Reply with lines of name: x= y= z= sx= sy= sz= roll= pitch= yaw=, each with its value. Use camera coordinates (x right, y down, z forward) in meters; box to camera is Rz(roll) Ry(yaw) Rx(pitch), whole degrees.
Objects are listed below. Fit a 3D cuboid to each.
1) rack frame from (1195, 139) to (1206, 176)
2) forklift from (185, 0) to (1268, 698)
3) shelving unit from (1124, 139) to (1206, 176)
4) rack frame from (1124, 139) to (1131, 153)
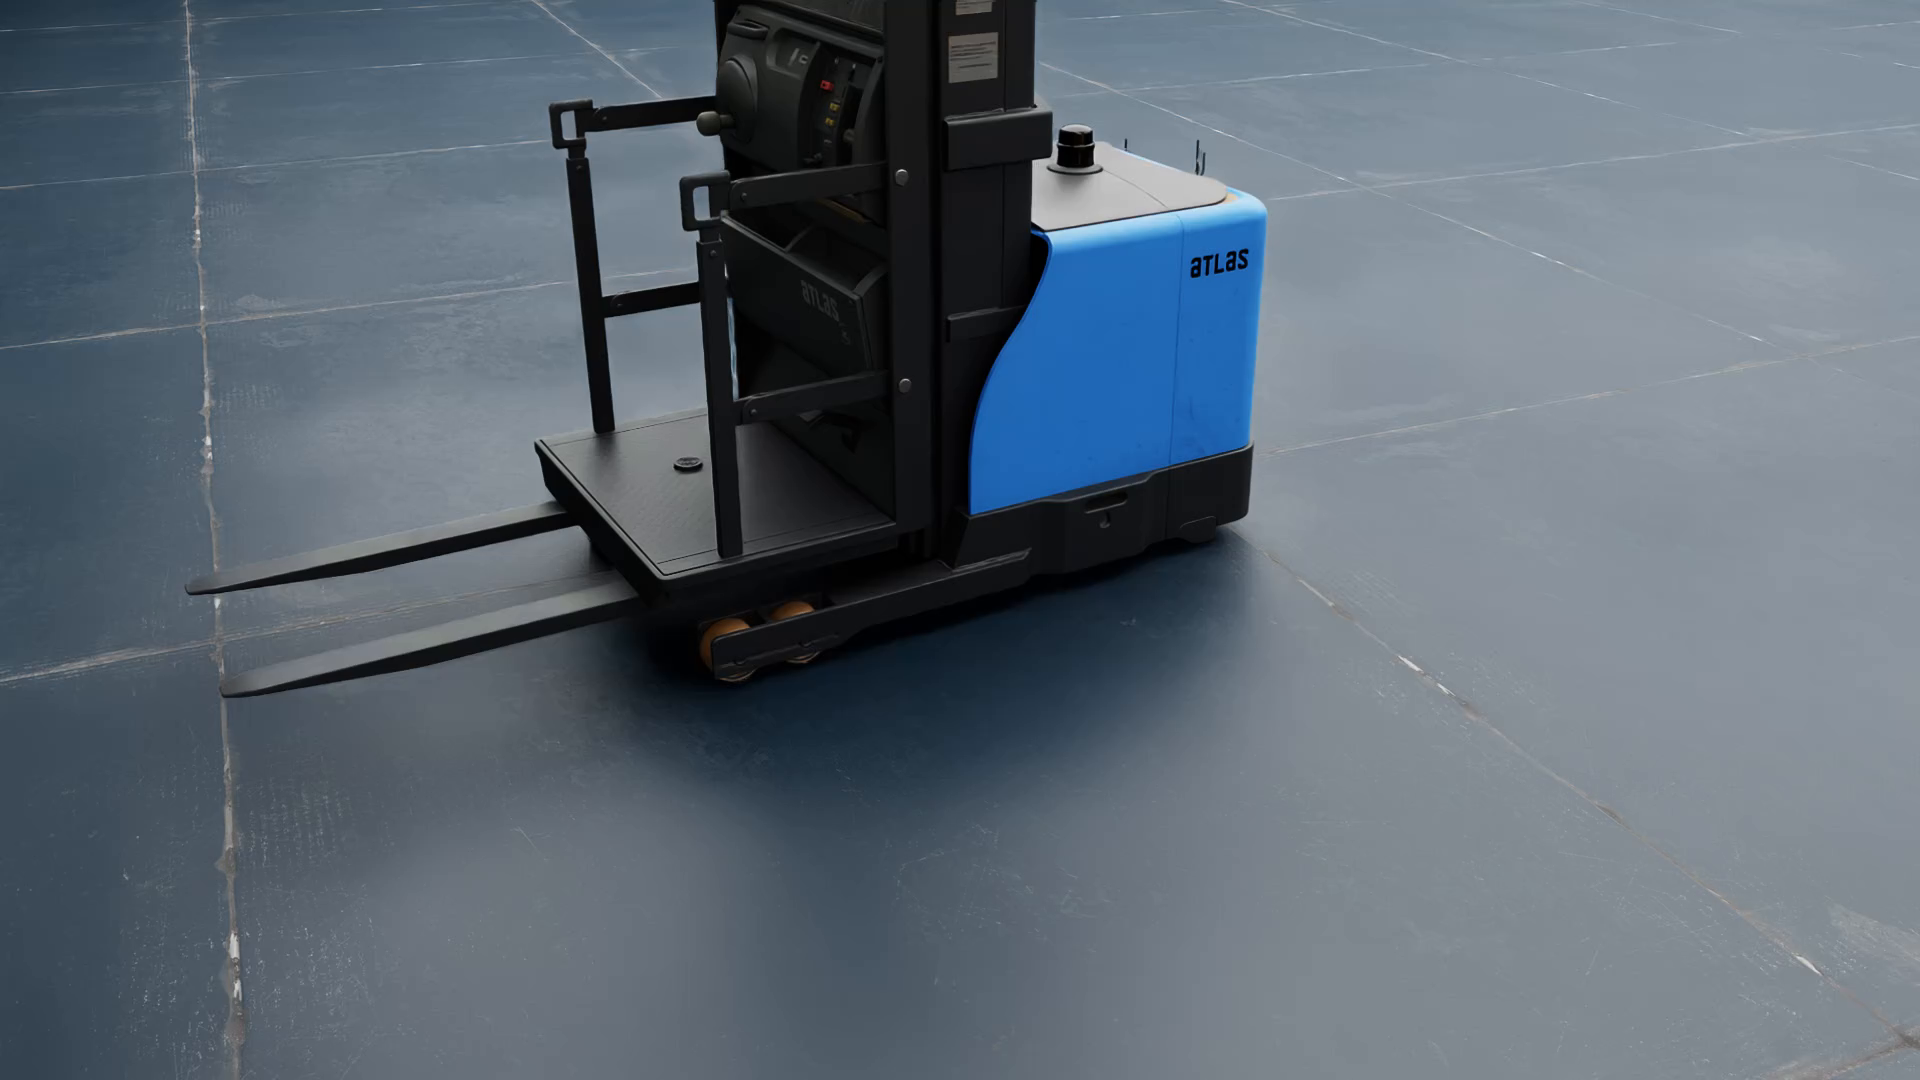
rack frame: x=0.806 y=-0.845 z=5.783 sx=0.008 sy=1.050 sz=0.200 roll=0 pitch=26 yaw=1
forklift: x=-0.618 y=-1.201 z=4.370 sx=3.031 sy=2.935 sz=1.130 roll=-14 pitch=29 yaw=-27
shelving unit: x=0.684 y=-0.846 z=5.785 sx=0.252 sy=1.050 sz=0.215 roll=0 pitch=26 yaw=1
rack frame: x=0.562 y=-0.847 z=5.787 sx=0.008 sy=1.050 sz=0.200 roll=0 pitch=26 yaw=1
